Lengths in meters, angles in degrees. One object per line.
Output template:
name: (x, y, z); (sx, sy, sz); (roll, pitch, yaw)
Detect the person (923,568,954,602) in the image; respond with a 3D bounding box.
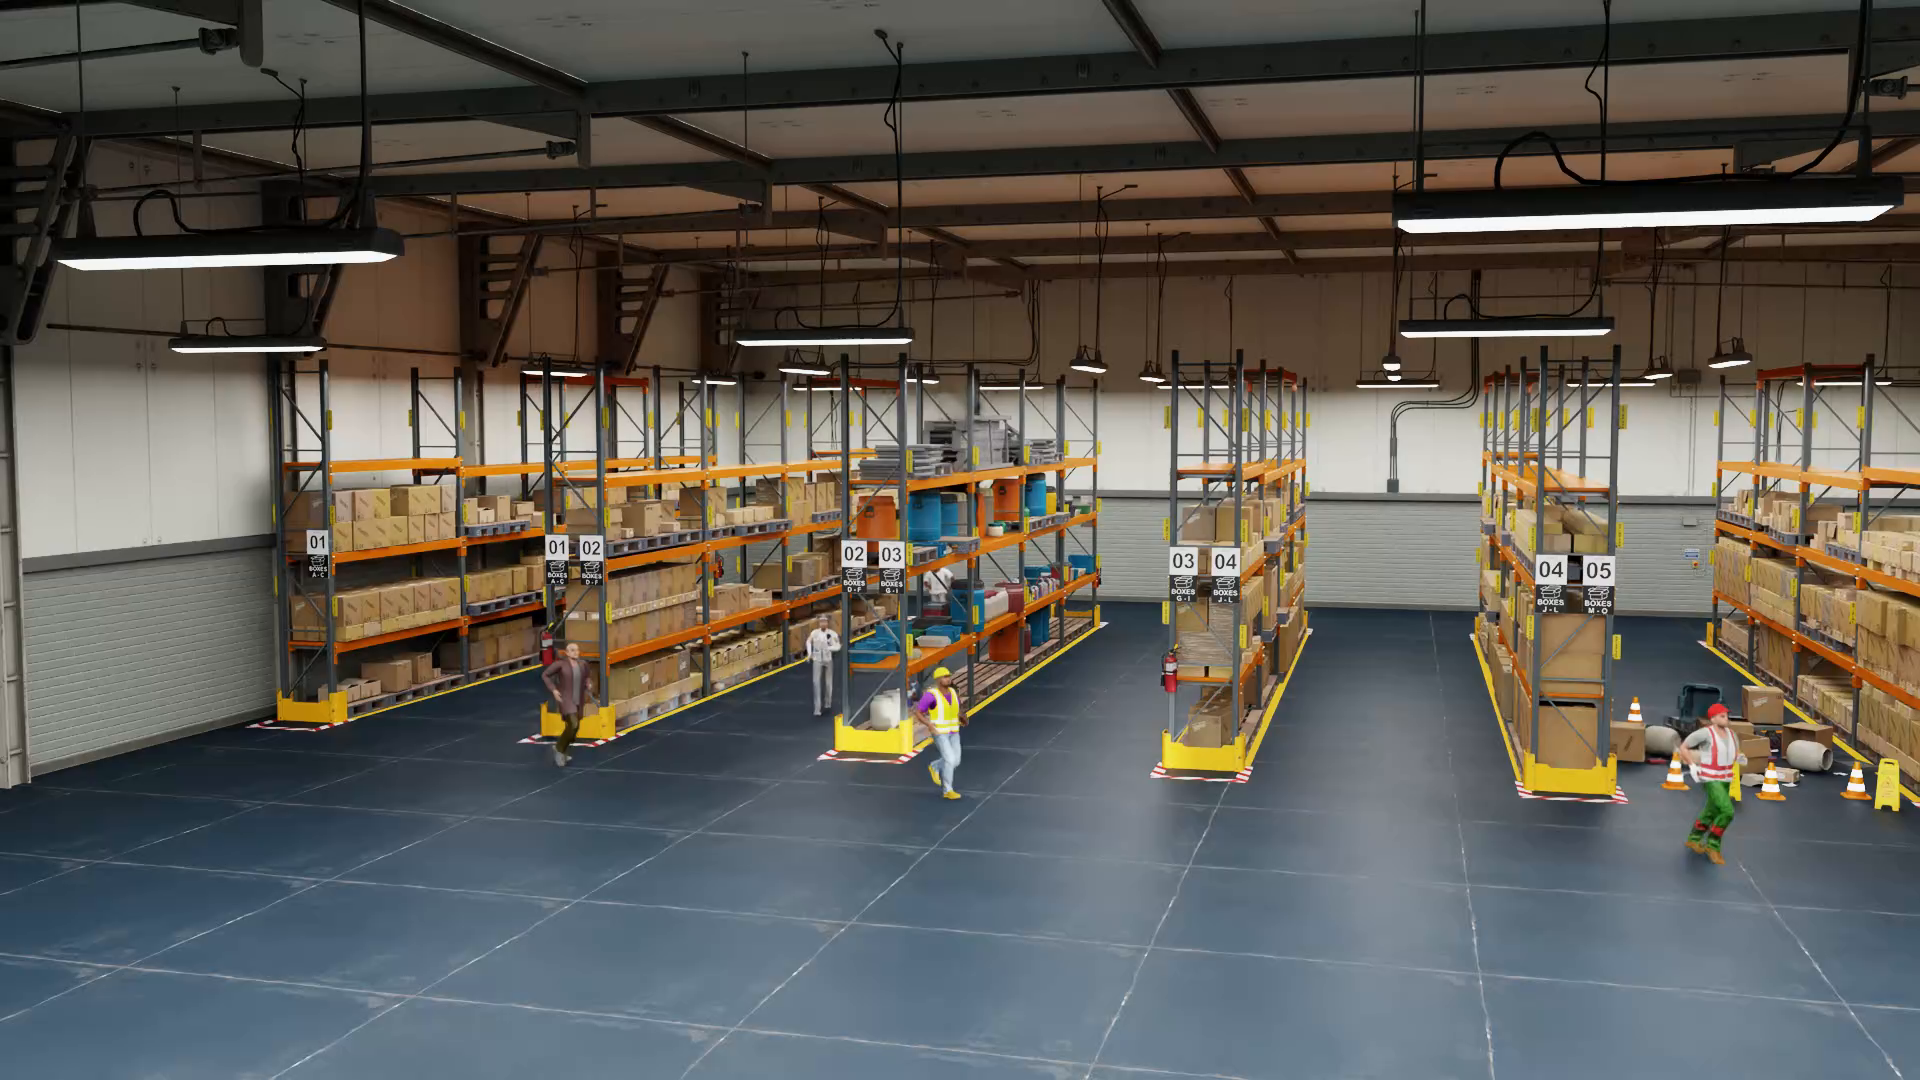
person: (-0.536, 1.273, 39.703); (0.728, 1.723, 0.571); (1, 4, 11)

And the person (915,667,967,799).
person: (-0.238, 2.552, 22.130); (0.707, 1.723, 0.753); (-4, 5, -40)

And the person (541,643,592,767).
person: (-5.655, 2.386, 24.207); (0.720, 1.784, 0.716); (4, 6, 42)

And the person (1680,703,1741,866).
person: (8.574, 2.750, 18.907); (0.633, 1.818, 0.685); (-2, 5, -26)

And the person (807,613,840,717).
person: (-2.336, 2.119, 28.396); (0.584, 1.755, 0.752); (0, 4, -2)
